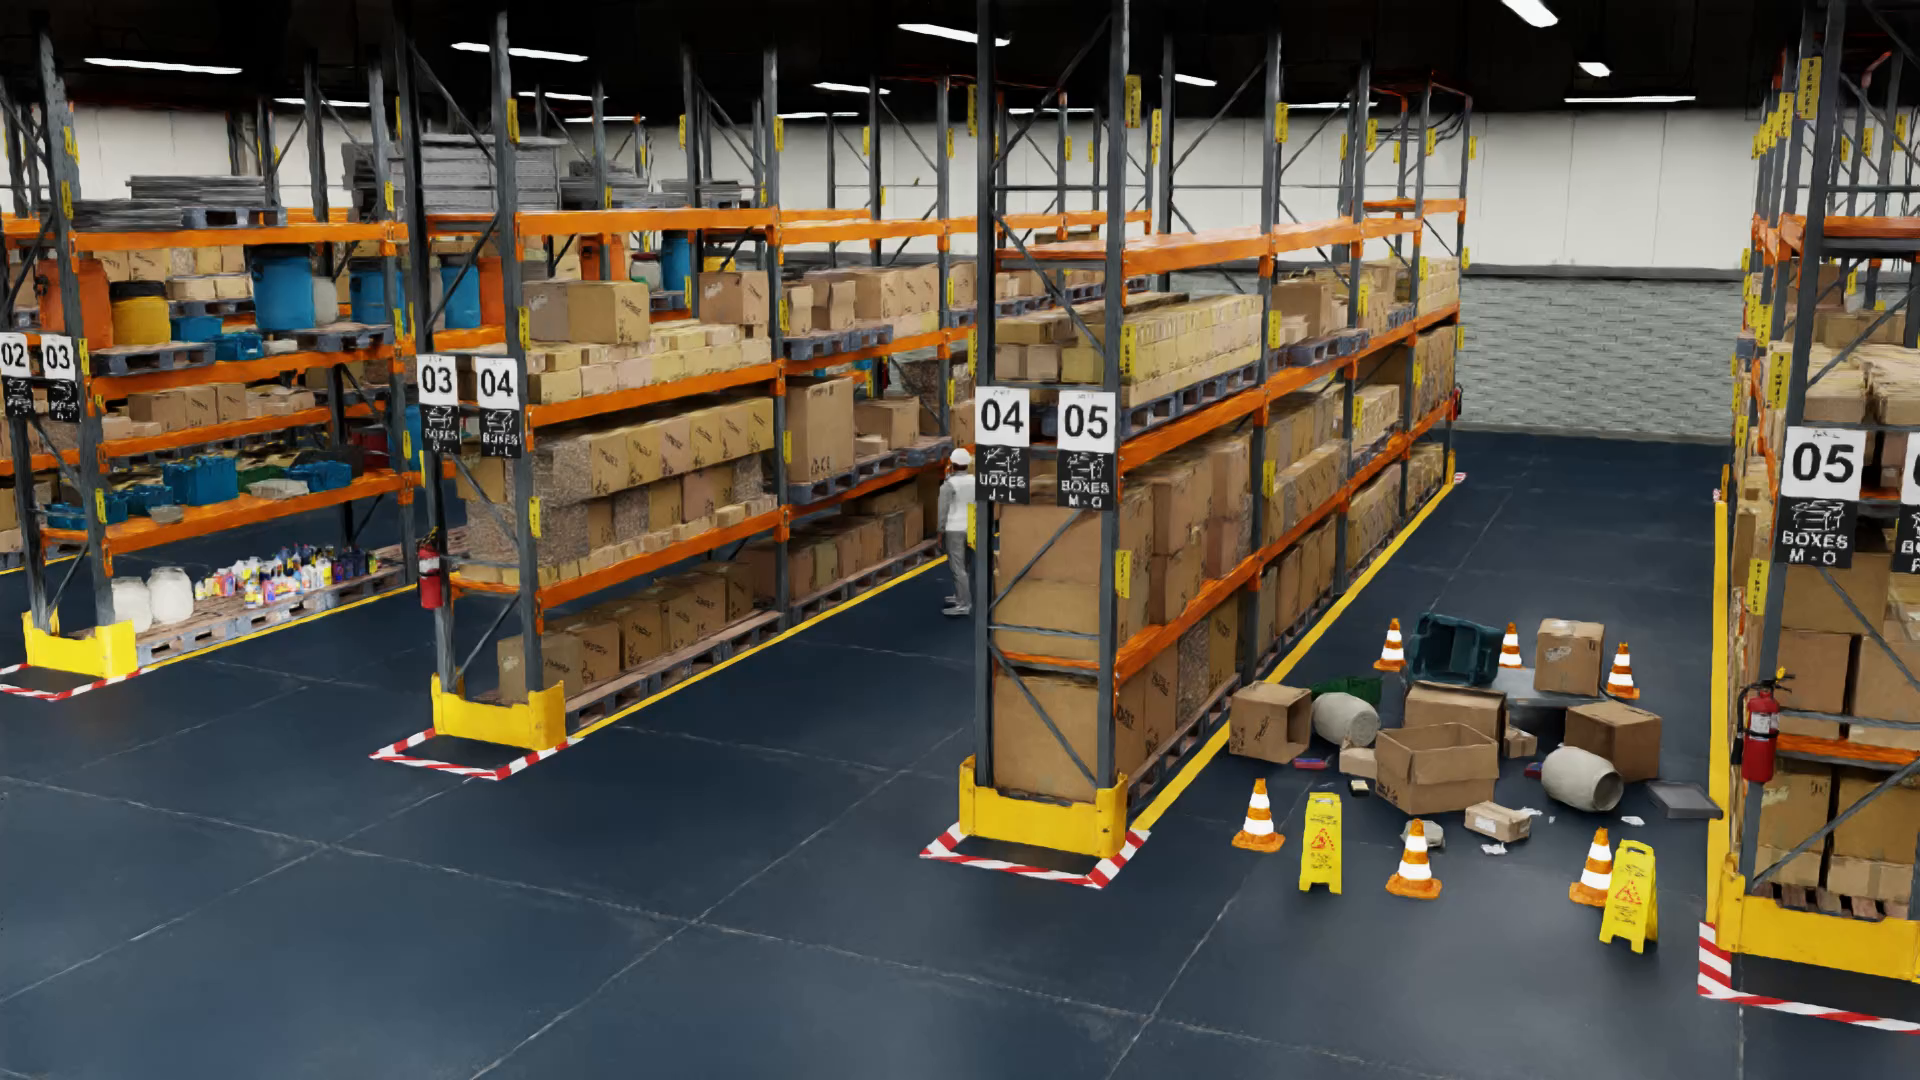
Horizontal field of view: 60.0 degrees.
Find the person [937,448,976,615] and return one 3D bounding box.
[{"bbox_3d":[-0.023,-0.120,17.851,0.584,1.770,0.645,11,16,41],"label":"person"}]
